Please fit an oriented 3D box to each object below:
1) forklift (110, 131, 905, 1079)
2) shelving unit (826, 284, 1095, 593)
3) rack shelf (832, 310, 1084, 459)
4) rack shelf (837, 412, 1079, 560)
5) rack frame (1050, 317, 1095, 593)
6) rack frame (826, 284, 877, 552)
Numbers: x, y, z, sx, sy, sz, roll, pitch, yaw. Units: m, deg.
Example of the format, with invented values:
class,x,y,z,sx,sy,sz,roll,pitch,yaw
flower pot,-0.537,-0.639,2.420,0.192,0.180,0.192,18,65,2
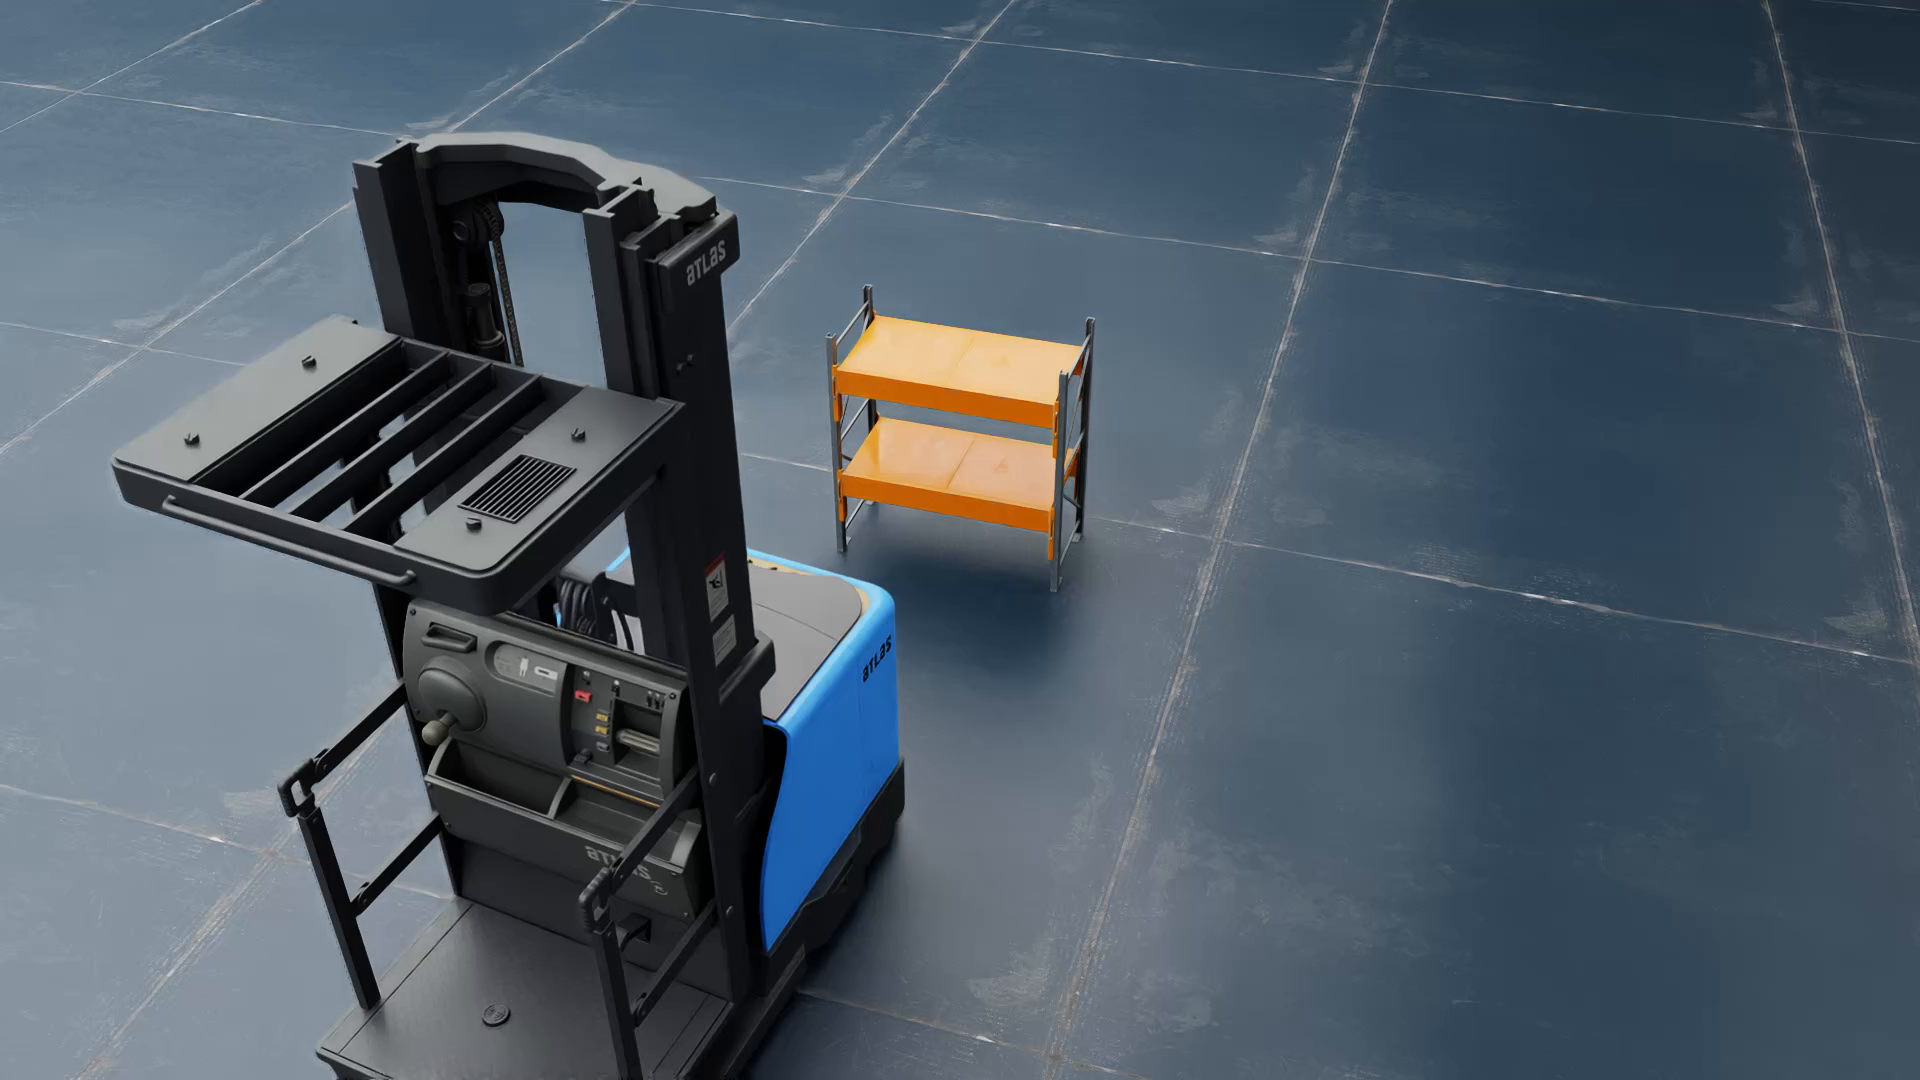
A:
class,x,y,z,sx,sy,sz,roll,pitch,yaw
forklift,-1.279,0.530,4.558,1.130,2.935,3.031,15,39,19
shelving unit,0.006,-0.452,7.415,1.048,1.125,0.538,10,38,14
rack shelf,0.006,-0.688,7.241,1.000,0.278,0.538,10,38,14
rack shelf,0.006,-0.255,7.560,1.000,0.278,0.538,10,38,14
rack frame,0.492,-0.362,7.293,0.032,1.125,0.500,10,38,14
rack frame,-0.479,-0.542,7.537,0.032,1.125,0.500,10,38,14
